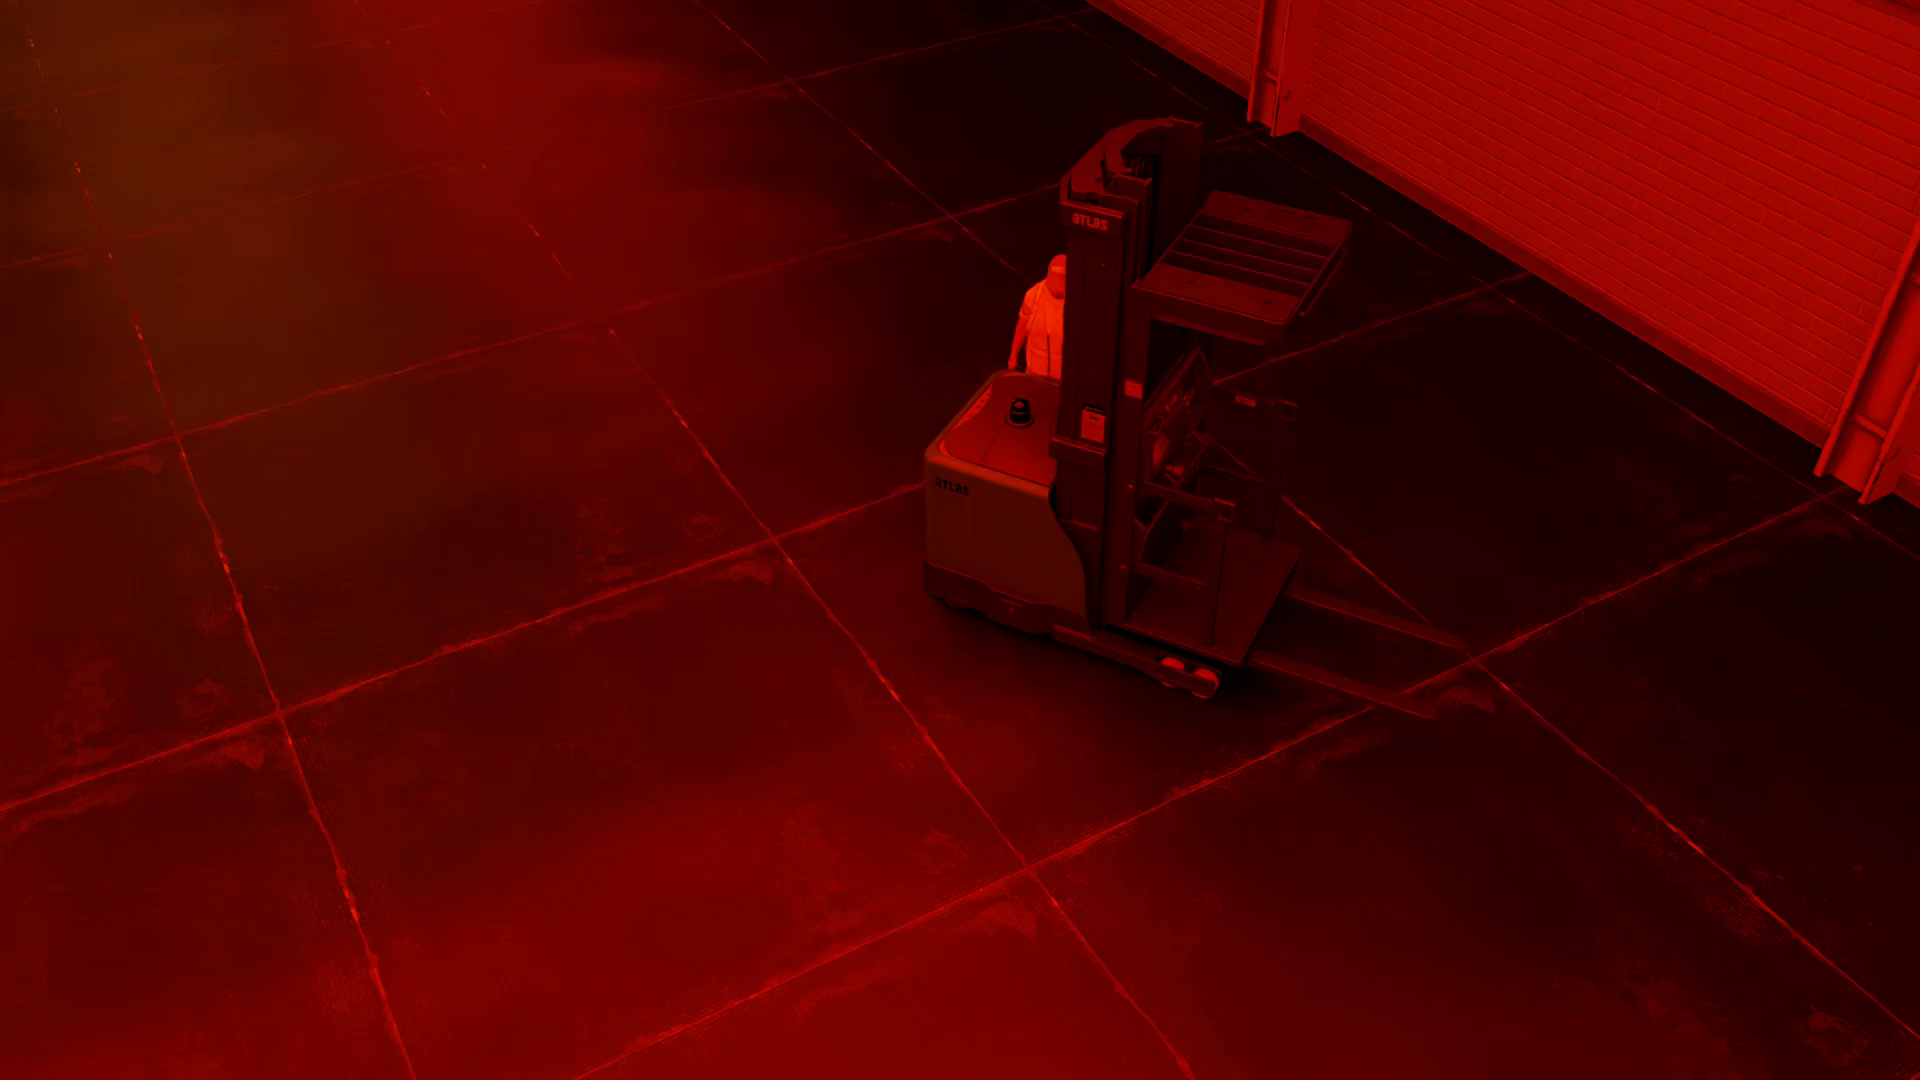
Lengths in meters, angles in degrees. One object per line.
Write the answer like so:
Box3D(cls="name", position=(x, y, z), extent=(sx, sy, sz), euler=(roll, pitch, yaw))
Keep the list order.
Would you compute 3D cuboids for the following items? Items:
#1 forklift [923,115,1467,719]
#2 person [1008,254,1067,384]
Box3D(cls="forklift", position=(1.333, -0.635, 8.802), extent=(3.031, 2.935, 1.130), euler=(18, 43, 21))
Box3D(cls="person", position=(0.630, -1.052, 10.317), extent=(0.723, 1.643, 0.426), euler=(16, 42, 19))
